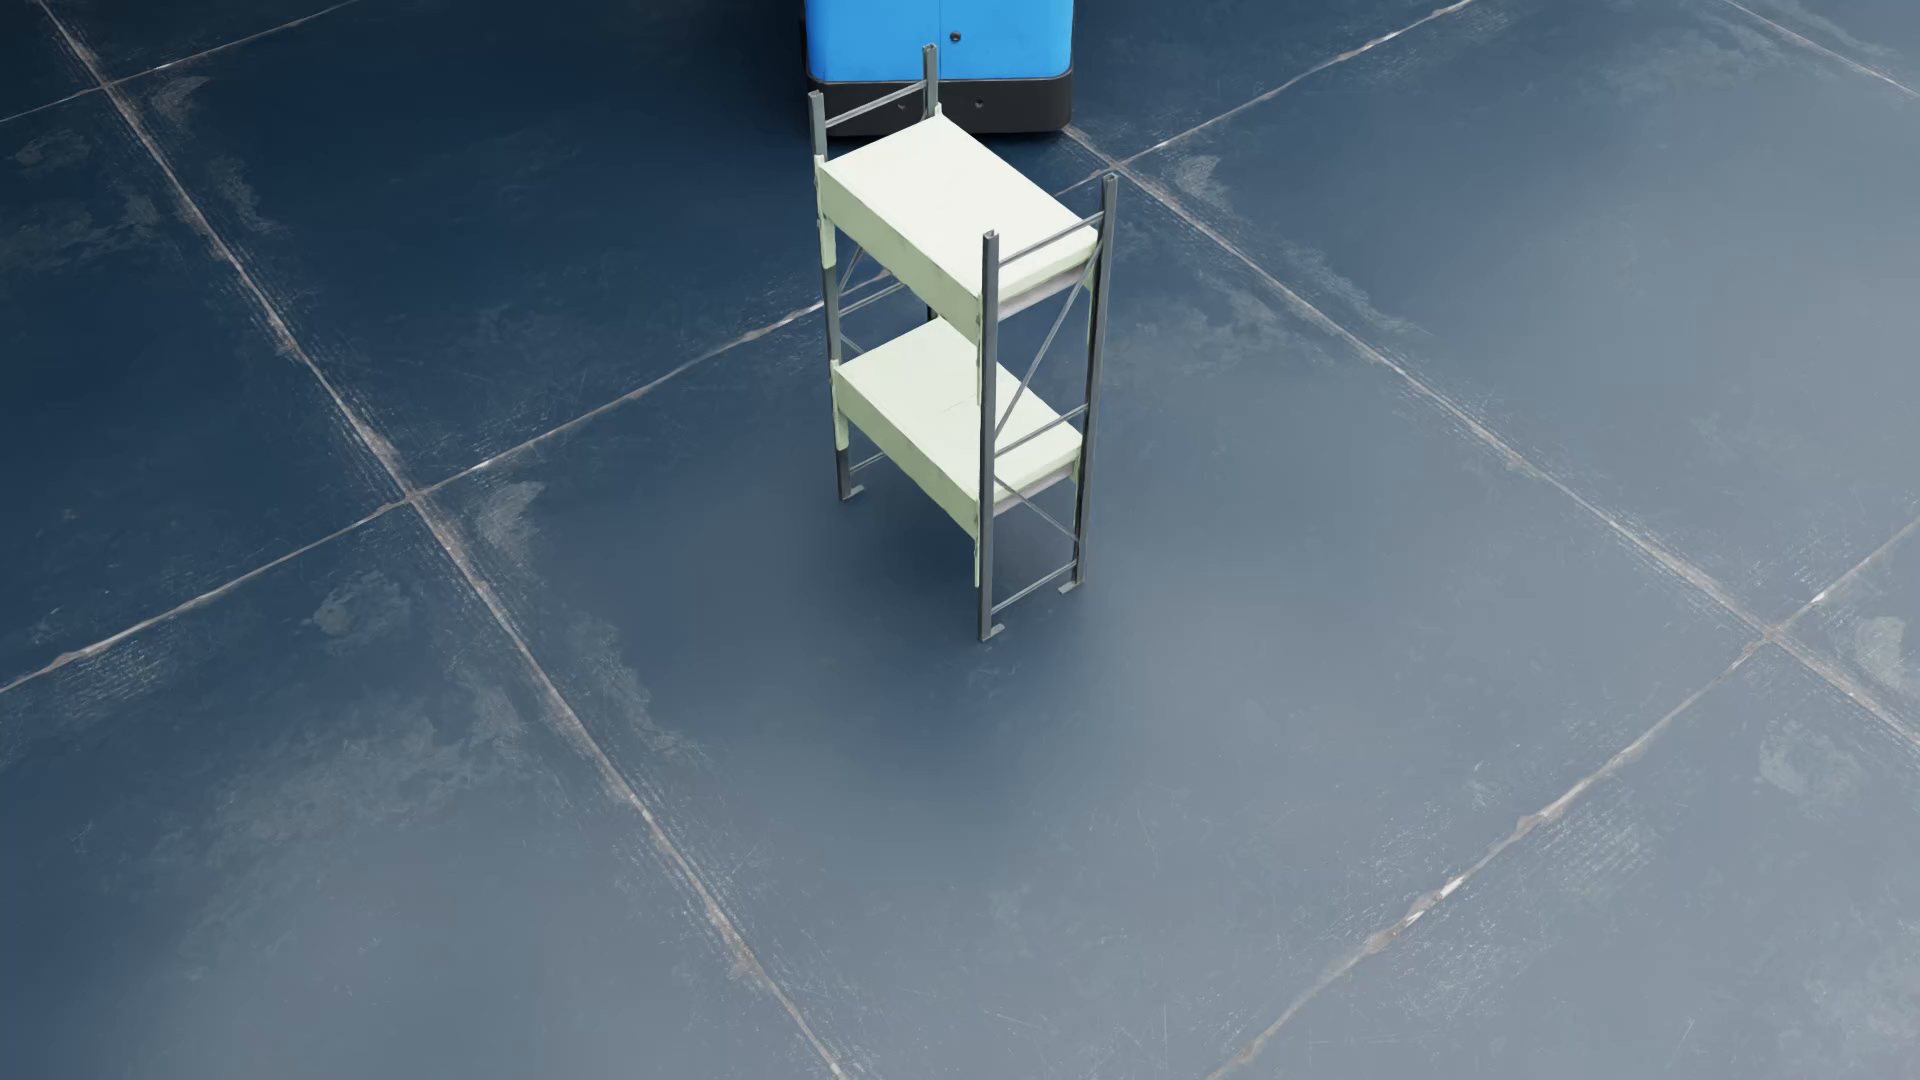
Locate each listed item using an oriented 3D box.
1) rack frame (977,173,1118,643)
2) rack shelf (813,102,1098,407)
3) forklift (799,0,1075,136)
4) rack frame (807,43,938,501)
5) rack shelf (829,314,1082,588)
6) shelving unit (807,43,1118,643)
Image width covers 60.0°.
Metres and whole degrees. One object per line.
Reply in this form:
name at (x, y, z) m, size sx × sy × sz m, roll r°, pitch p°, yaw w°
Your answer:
rack frame at (0.218, -0.292, 4.502) m, size 0.400 × 1.500 × 0.023 m, roll -29°, pitch 54°, yaw -24°
rack shelf at (-0.004, -0.770, 4.409) m, size 0.431 × 0.370 × 0.720 m, roll -29°, pitch 54°, yaw -24°
forklift at (-0.128, -3.672, 6.601) m, size 1.130 × 2.935 × 3.031 m, roll -2°, pitch 48°, yaw -1°
rack frame at (-0.226, -0.723, 4.894) m, size 0.400 × 1.500 × 0.023 m, roll -29°, pitch 54°, yaw -24°
rack shelf at (-0.004, -0.289, 4.939) m, size 0.431 × 0.370 × 0.720 m, roll -29°, pitch 54°, yaw -24°
shelving unit at (-0.004, -0.508, 4.698) m, size 0.431 × 1.500 × 0.755 m, roll -29°, pitch 54°, yaw -24°
